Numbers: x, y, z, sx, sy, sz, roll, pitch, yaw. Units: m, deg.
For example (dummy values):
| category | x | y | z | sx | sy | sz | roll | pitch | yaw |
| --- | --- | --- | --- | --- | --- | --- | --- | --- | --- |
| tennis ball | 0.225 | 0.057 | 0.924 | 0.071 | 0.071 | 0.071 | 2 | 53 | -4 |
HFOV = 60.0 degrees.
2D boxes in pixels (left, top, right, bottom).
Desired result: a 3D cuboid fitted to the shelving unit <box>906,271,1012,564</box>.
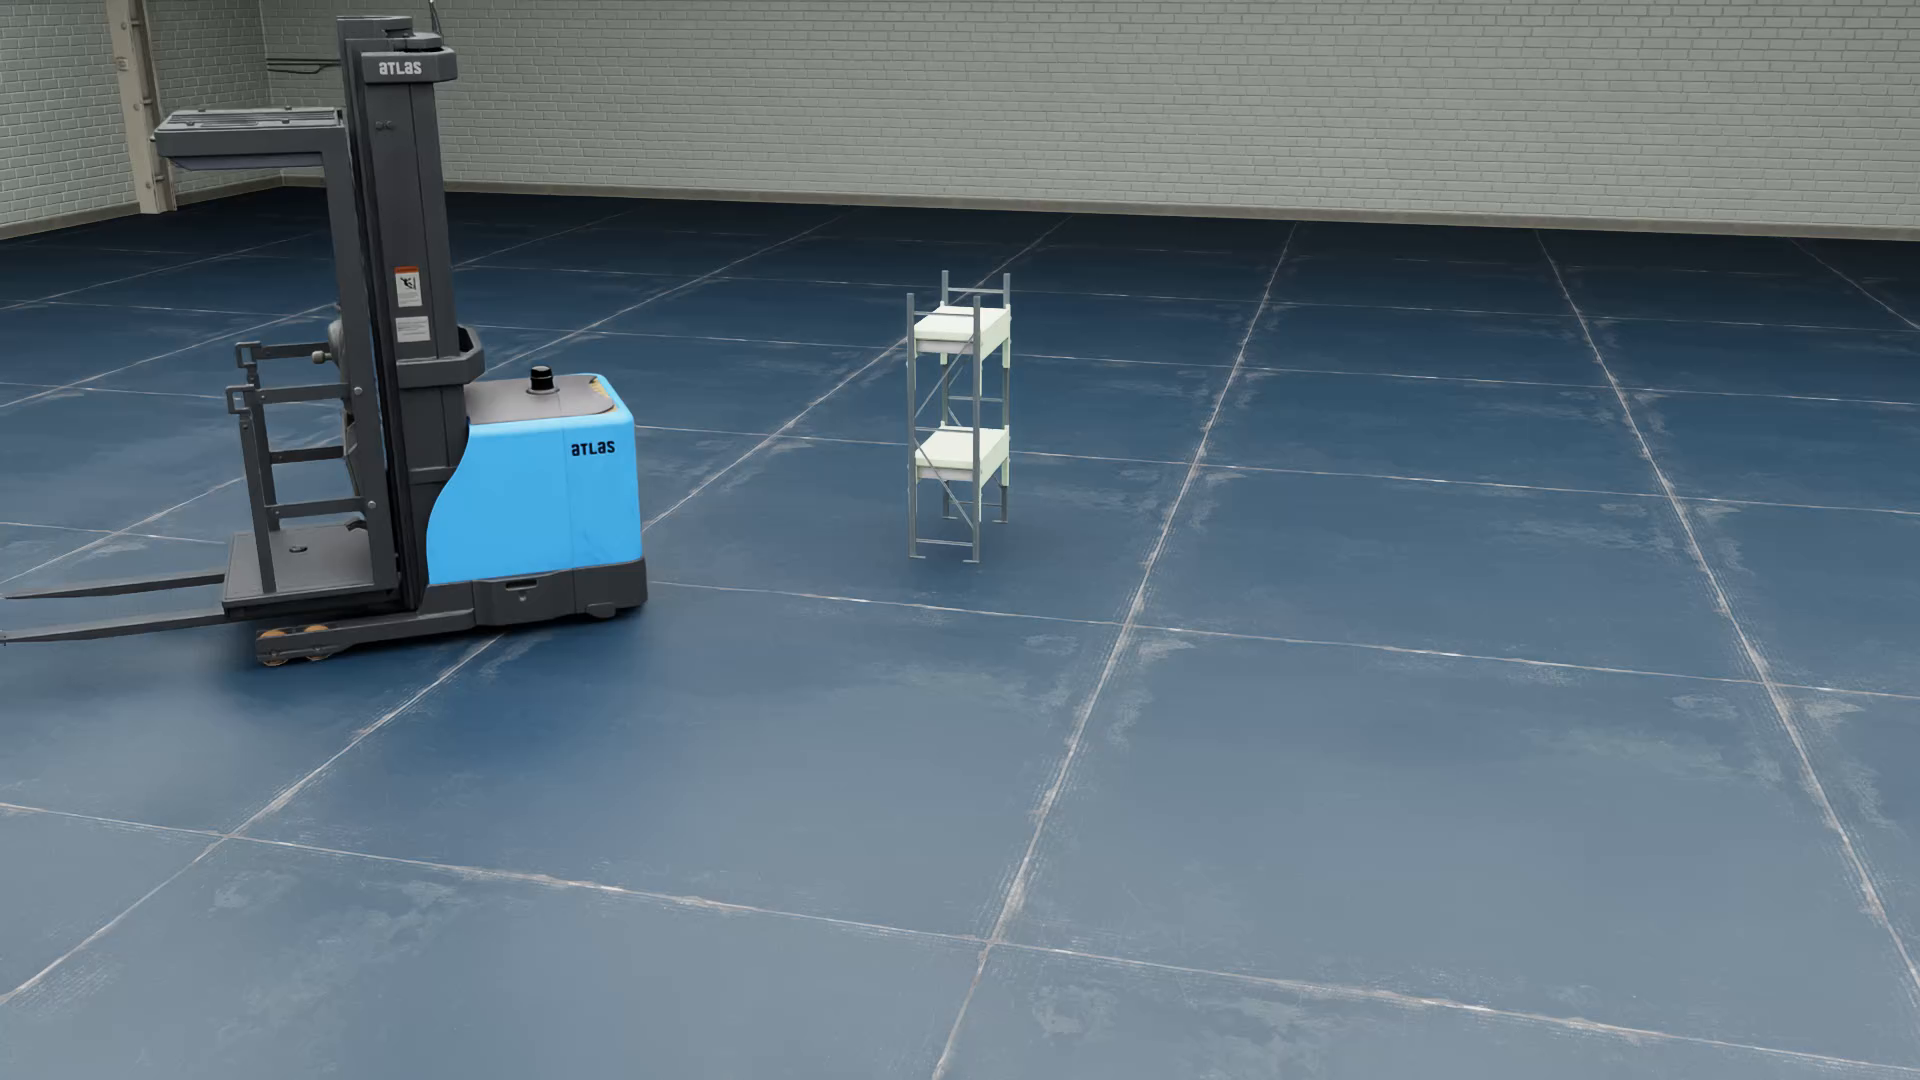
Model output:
| category | x | y | z | sx | sy | sz | roll | pitch | yaw |
| --- | --- | --- | --- | --- | --- | --- | --- | --- | --- |
| shelving unit | 0.002 | -0.712 | 9.451 | 0.431 | 1.500 | 0.755 | 5 | 19 | 13 |

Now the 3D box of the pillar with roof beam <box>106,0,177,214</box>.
| category | x | y | z | sx | sy | sz | roll | pitch | yaw |
| --- | --- | --- | --- | --- | --- | --- | --- | --- | --- |
| pillar with roof beam | -6.905 | -8.458 | 20.529 | 9.100 | 9.000 | 0.400 | 5 | 19 | 13 |

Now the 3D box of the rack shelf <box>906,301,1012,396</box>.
| category | x | y | z | sx | sy | sz | roll | pitch | yaw |
| --- | --- | --- | --- | --- | --- | --- | --- | --- | --- |
| rack shelf | 0.002 | -1.081 | 9.325 | 0.431 | 0.370 | 0.720 | 5 | 19 | 13 |

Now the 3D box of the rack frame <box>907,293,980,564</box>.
| category | x | y | z | sx | sy | sz | roll | pitch | yaw |
| --- | --- | --- | --- | --- | --- | --- | --- | --- | --- |
| rack frame | -0.088 | -0.597 | 9.115 | 0.400 | 1.500 | 0.023 | 5 | 19 | 13 |

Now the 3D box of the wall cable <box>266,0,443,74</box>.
| category | x | y | z | sx | sy | sz | roll | pitch | yaw |
| --- | --- | --- | --- | --- | --- | --- | --- | --- | --- |
| wall cable | -9.078 | -8.148 | 24.424 | 3.097 | 2.526 | 0.112 | 5 | 19 | 13 |

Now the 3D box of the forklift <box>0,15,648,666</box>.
| category | x | y | z | sx | sy | sz | roll | pitch | yaw |
| --- | --- | --- | --- | --- | --- | --- | --- | --- | --- |
| forklift | -3.181 | -0.979 | 8.020 | 3.031 | 2.935 | 1.130 | -7 | 20 | -19 |

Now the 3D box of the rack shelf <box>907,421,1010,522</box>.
| category | x | y | z | sx | sy | sz | roll | pitch | yaw |
| --- | --- | --- | --- | --- | --- | --- | --- | --- | --- |
| rack shelf | 0.002 | -0.403 | 9.557 | 0.431 | 0.370 | 0.720 | 5 | 19 | 13 |

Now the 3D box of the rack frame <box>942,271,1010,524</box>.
| category | x | y | z | sx | sy | sz | roll | pitch | yaw |
| --- | --- | --- | --- | --- | --- | --- | --- | --- | --- |
| rack frame | 0.091 | -0.827 | 9.787 | 0.400 | 1.500 | 0.023 | 5 | 19 | 13 |
